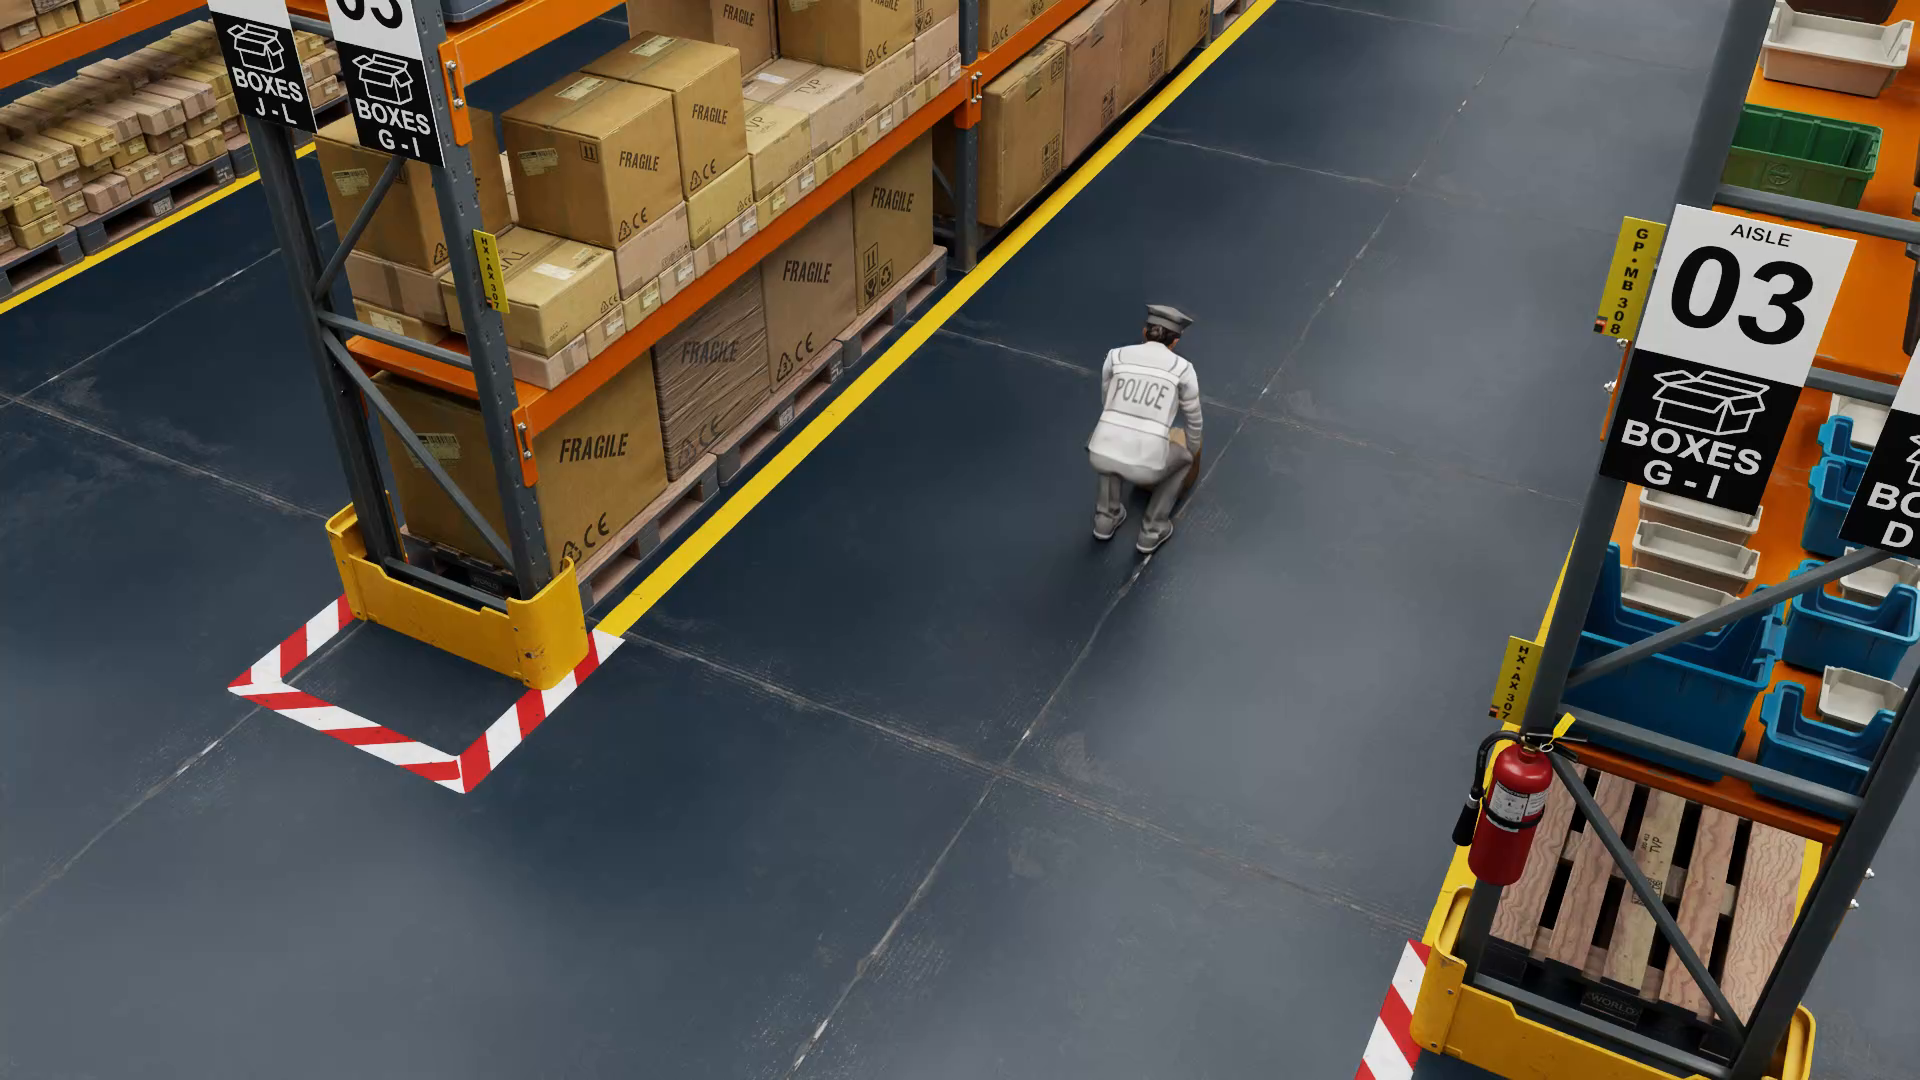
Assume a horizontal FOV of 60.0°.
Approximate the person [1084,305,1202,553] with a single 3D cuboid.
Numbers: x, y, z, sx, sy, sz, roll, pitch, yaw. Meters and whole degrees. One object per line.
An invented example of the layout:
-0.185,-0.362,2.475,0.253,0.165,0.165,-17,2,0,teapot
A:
0.858,-0.529,7.901,0.505,1.075,0.826,18,42,21,person
